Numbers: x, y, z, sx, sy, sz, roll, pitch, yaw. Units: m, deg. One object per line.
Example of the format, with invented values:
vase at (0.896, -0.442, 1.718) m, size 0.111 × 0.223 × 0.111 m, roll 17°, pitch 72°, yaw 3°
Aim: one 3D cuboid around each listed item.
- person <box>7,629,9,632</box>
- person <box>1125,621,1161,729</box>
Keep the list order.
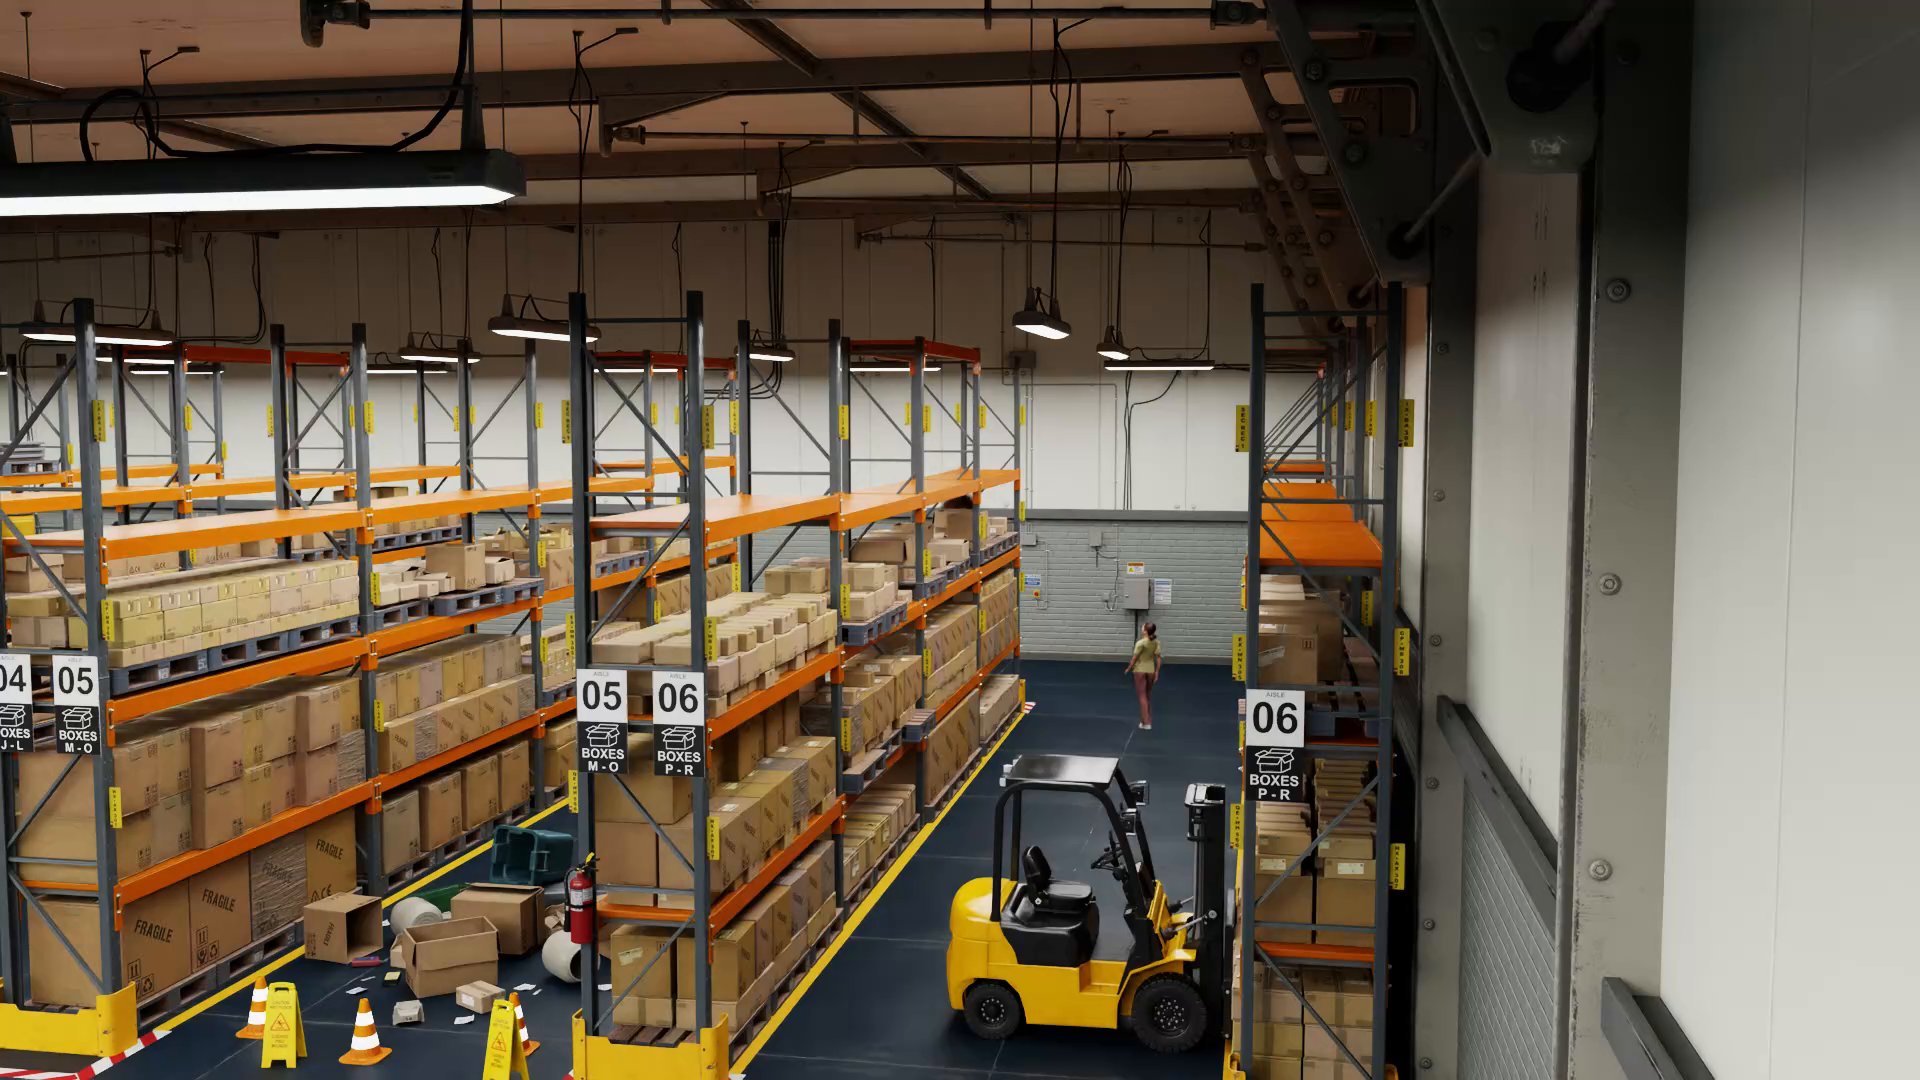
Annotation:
person at (-17.389, 1.901, 30.813) m, size 0.398 × 1.550 × 0.798 m, roll 0°, pitch 5°, yaw -2°
person at (2.811, 2.069, 25.431) m, size 0.515 × 1.691 × 0.670 m, roll -1°, pitch 5°, yaw -15°
